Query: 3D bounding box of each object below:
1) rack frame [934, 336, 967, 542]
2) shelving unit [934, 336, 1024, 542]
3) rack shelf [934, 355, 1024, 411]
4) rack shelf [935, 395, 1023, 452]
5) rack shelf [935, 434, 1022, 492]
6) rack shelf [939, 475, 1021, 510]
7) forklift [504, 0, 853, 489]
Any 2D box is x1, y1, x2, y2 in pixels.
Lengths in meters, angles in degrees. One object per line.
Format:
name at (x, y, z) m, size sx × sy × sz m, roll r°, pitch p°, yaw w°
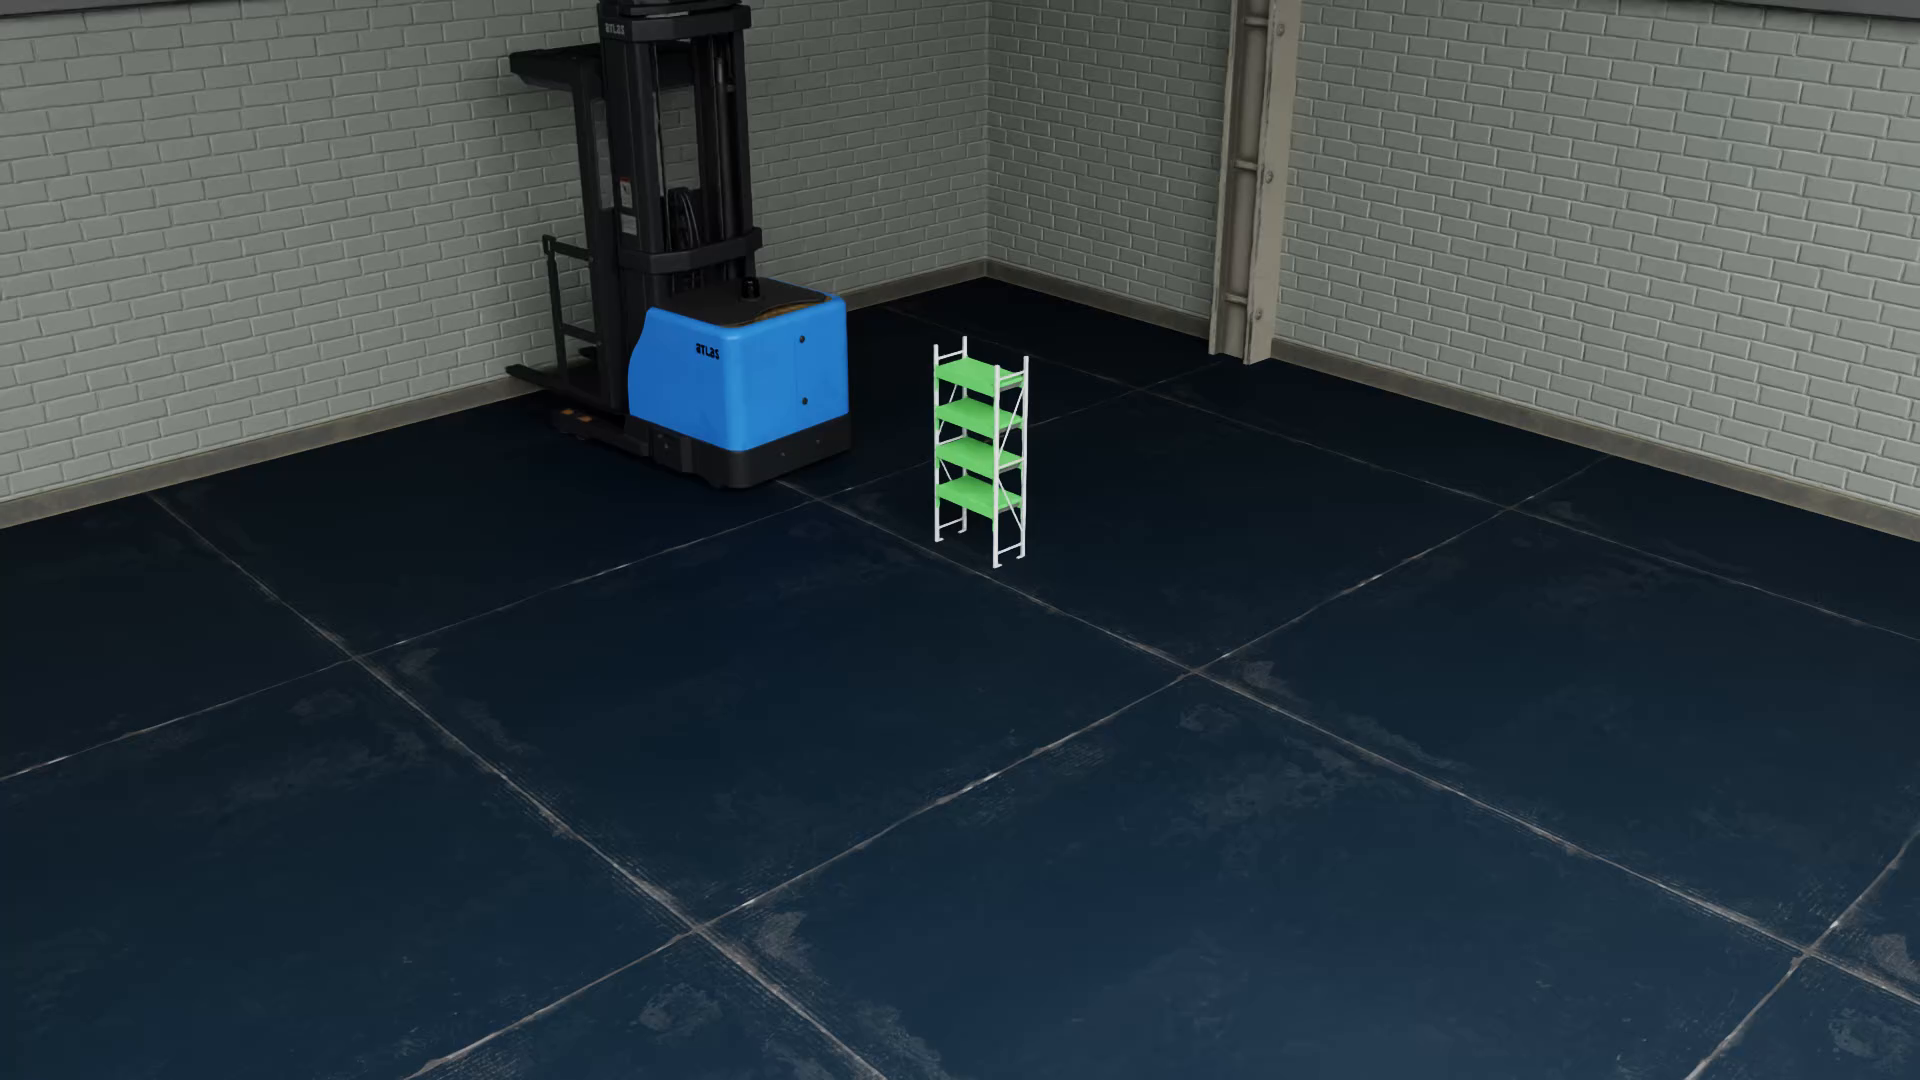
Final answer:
rack frame at (-0.054, -0.570, 9.553) m, size 0.240 × 1.200 × 0.015 m, roll -21°, pitch 32°, yaw -38°
shelving unit at (0.109, -0.497, 9.395) m, size 0.258 × 1.200 × 0.492 m, roll -21°, pitch 32°, yaw -38°
rack shelf at (0.113, -0.874, 9.218) m, size 0.258 × 0.148 × 0.480 m, roll -21°, pitch 32°, yaw -38°
rack shelf at (0.113, -0.656, 9.318) m, size 0.258 × 0.148 × 0.480 m, roll -21°, pitch 32°, yaw -38°
rack shelf at (0.113, -0.438, 9.418) m, size 0.258 × 0.148 × 0.480 m, roll -21°, pitch 32°, yaw -38°
rack shelf at (0.113, -0.268, 9.495) m, size 0.221 × 0.021 × 0.457 m, roll -21°, pitch 32°, yaw -38°
forklift at (-2.142, -2.148, 10.928) m, size 3.031 × 2.935 × 1.130 m, roll 20°, pitch 31°, yaw 37°
